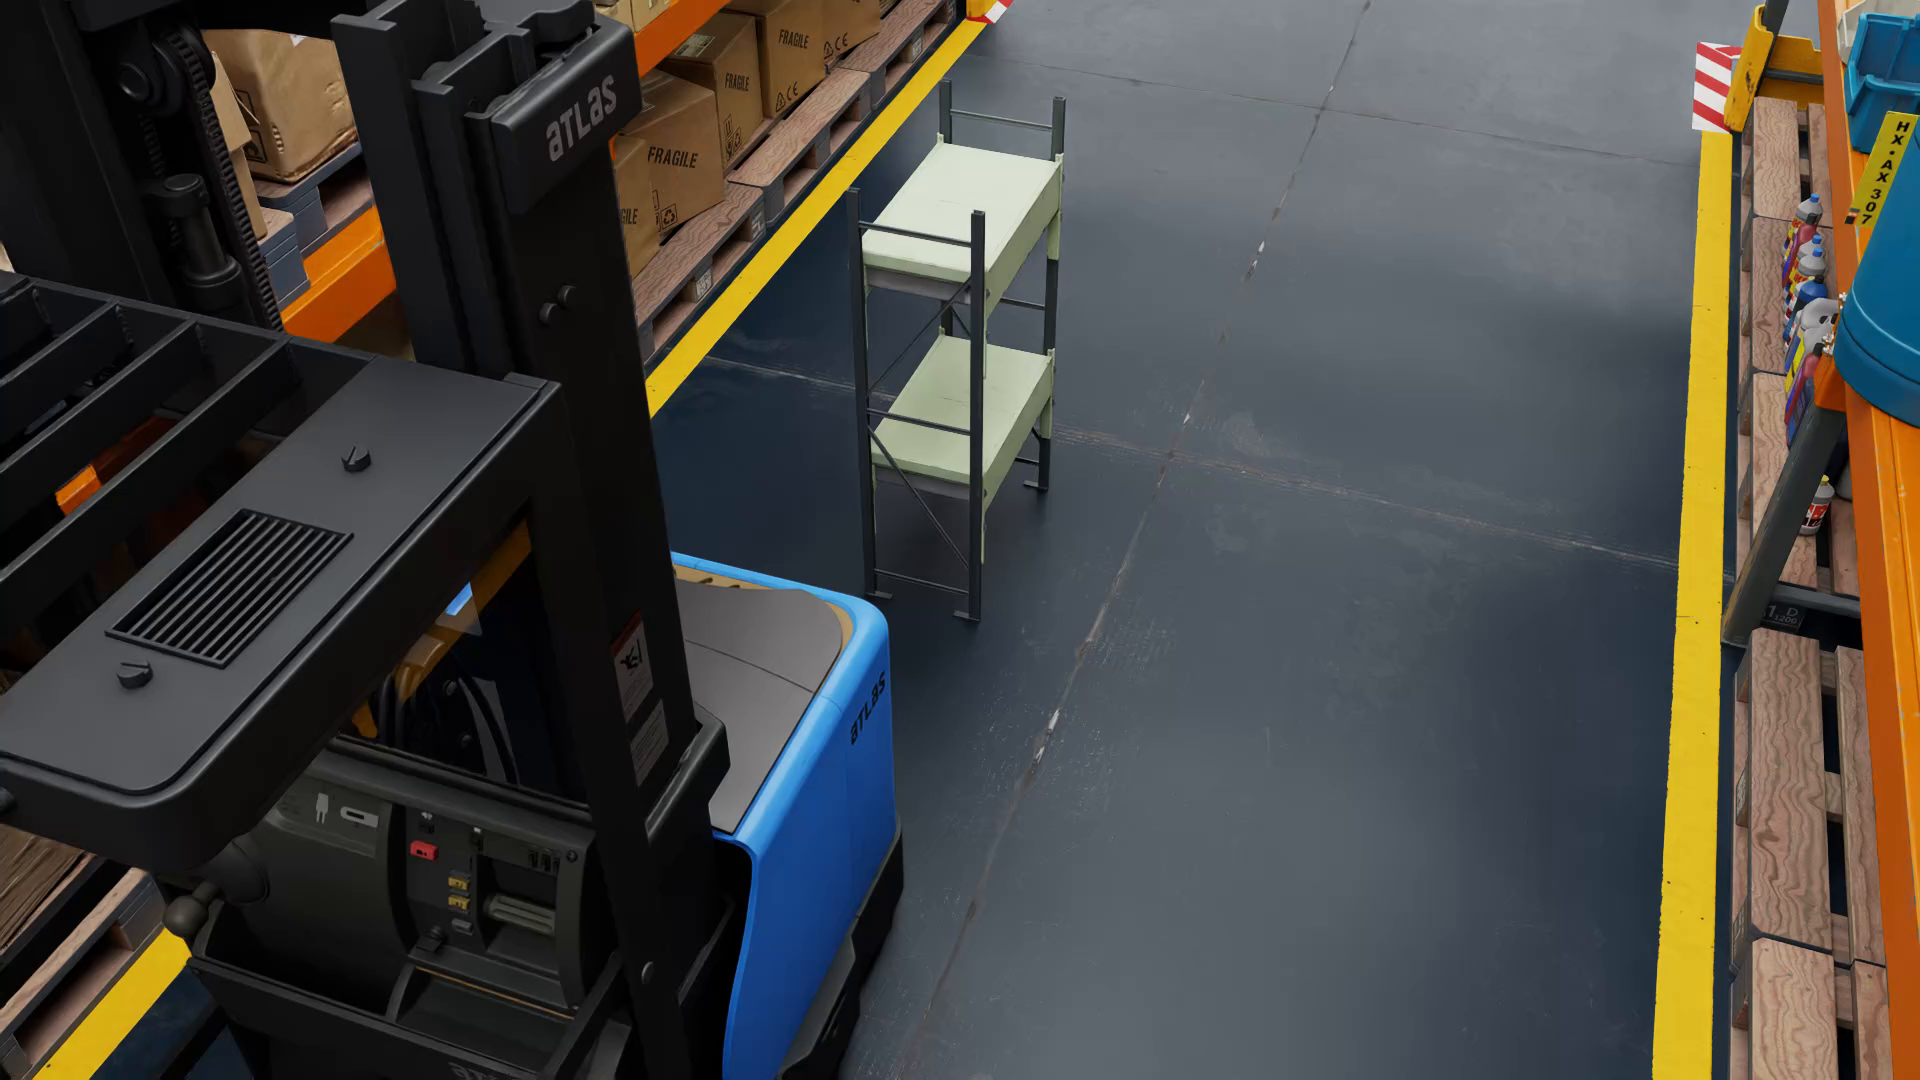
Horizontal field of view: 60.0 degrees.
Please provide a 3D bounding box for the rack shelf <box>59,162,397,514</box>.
[{"bbox_3d":[-2.400,-0.336,4.387,1.077,0.370,4.000,13,42,15],"label":"rack shelf"}]

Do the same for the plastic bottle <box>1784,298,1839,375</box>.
[{"bbox_3d":[3.123,-0.731,6.055,0.152,0.276,0.135,14,42,16],"label":"plastic bottle"}]

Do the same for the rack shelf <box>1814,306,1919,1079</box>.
[{"bbox_3d":[2.254,0.763,3.099,1.077,0.370,4.000,13,42,15],"label":"rack shelf"}]

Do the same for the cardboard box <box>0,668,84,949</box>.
[{"bbox_3d":[-2.696,0.639,4.276,0.700,0.500,0.500,10,41,12],"label":"cardboard box"}]

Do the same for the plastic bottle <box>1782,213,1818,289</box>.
[{"bbox_3d":[3.299,-1.133,6.521,0.061,0.283,0.133,14,42,16],"label":"plastic bottle"}]

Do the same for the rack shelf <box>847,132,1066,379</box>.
[{"bbox_3d":[0.002,-0.872,5.015,0.431,0.370,0.720,13,42,15],"label":"rack shelf"}]

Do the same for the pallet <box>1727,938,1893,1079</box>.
[{"bbox_3d":[2.291,1.565,3.753,1.003,0.211,1.213,13,42,15],"label":"pallet"}]

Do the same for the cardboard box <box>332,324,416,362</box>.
[{"bbox_3d":[-2.127,-0.390,5.483,0.700,0.500,0.500,13,42,15],"label":"cardboard box"}]

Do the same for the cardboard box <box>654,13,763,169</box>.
[{"bbox_3d":[-1.215,-2.021,7.410,0.500,0.500,0.500,10,41,11],"label":"cardboard box"}]

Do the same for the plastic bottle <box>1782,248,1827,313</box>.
[{"bbox_3d":[3.242,-0.993,6.366,0.097,0.271,0.097,0,40,0],"label":"plastic bottle"}]

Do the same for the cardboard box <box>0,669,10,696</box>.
[{"bbox_3d":[-2.711,0.367,4.018,0.500,0.250,0.500,18,44,20],"label":"cardboard box"}]

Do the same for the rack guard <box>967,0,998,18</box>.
[{"bbox_3d":[-0.374,-3.272,9.200,1.175,0.500,0.348,13,42,15],"label":"rack guard"}]

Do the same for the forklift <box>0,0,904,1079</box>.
[{"bbox_3d":[-1.128,0.646,2.734,1.130,2.935,3.031,13,42,15],"label":"forklift"}]

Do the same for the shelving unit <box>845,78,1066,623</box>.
[{"bbox_3d":[0.002,-0.575,5.268,0.431,1.500,0.755,13,42,15],"label":"shelving unit"}]

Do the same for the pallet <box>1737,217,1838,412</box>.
[{"bbox_3d":[3.623,-0.817,6.544,1.003,0.211,1.213,13,42,15],"label":"pallet"}]

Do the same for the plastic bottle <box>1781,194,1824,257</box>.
[{"bbox_3d":[3.393,-1.263,6.682,0.097,0.271,0.097,0,40,0],"label":"plastic bottle"}]

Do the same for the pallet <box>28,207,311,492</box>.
[{"bbox_3d":[-2.446,-0.533,4.212,1.003,0.211,1.213,13,42,15],"label":"pallet"}]

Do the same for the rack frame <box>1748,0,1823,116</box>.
[{"bbox_3d":[4.306,-3.170,7.155,1.000,3.000,0.127,13,42,15],"label":"rack frame"}]

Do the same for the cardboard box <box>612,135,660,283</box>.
[{"bbox_3d":[-1.542,-1.274,6.534,0.500,0.500,0.500,12,42,14],"label":"cardboard box"}]

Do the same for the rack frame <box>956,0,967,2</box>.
[{"bbox_3d":[-0.348,-4.269,8.443,1.000,3.000,0.127,13,42,15],"label":"rack frame"}]

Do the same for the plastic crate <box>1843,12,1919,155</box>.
[{"bbox_3d":[3.062,-1.409,5.205,0.499,0.251,0.616,13,42,15],"label":"plastic crate"}]

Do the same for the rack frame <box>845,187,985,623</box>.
[{"bbox_3d":[-0.123,-0.351,5.006,0.400,1.500,0.023,13,42,15],"label":"rack frame"}]

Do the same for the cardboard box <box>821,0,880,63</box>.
[{"bbox_3d":[-0.750,-2.729,8.240,0.500,0.500,0.500,25,46,26],"label":"cardboard box"}]

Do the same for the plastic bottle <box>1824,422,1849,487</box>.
[{"bbox_3d":[2.888,-0.347,5.547,0.144,0.351,0.185,12,42,14],"label":"plastic bottle"}]

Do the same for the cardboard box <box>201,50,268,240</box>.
[{"bbox_3d":[-2.222,-0.951,4.150,0.797,0.503,0.637,18,43,19],"label":"cardboard box"}]

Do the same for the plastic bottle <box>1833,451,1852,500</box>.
[{"bbox_3d":[3.023,-0.315,5.510,0.144,0.351,0.185,13,42,15],"label":"plastic bottle"}]

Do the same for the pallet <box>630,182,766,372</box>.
[{"bbox_3d":[-1.520,-1.186,6.978,1.003,0.211,1.213,13,42,15],"label":"pallet"}]

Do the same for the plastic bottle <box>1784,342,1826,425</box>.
[{"bbox_3d":[2.970,-0.547,5.834,0.061,0.283,0.133,16,43,18],"label":"plastic bottle"}]

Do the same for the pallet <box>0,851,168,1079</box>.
[{"bbox_3d":[-2.815,1.195,4.187,1.003,0.211,1.213,13,42,15],"label":"pallet"}]

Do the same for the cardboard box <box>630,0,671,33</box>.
[{"bbox_3d":[-1.262,-1.948,5.916,0.380,0.149,0.250,13,42,15],"label":"cardboard box"}]

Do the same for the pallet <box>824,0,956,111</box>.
[{"bbox_3d":[-0.685,-2.674,8.722,1.003,0.211,1.213,13,42,15],"label":"pallet"}]

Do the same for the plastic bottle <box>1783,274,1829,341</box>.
[{"bbox_3d":[3.172,-0.869,6.221,0.097,0.271,0.097,0,40,0],"label":"plastic bottle"}]
